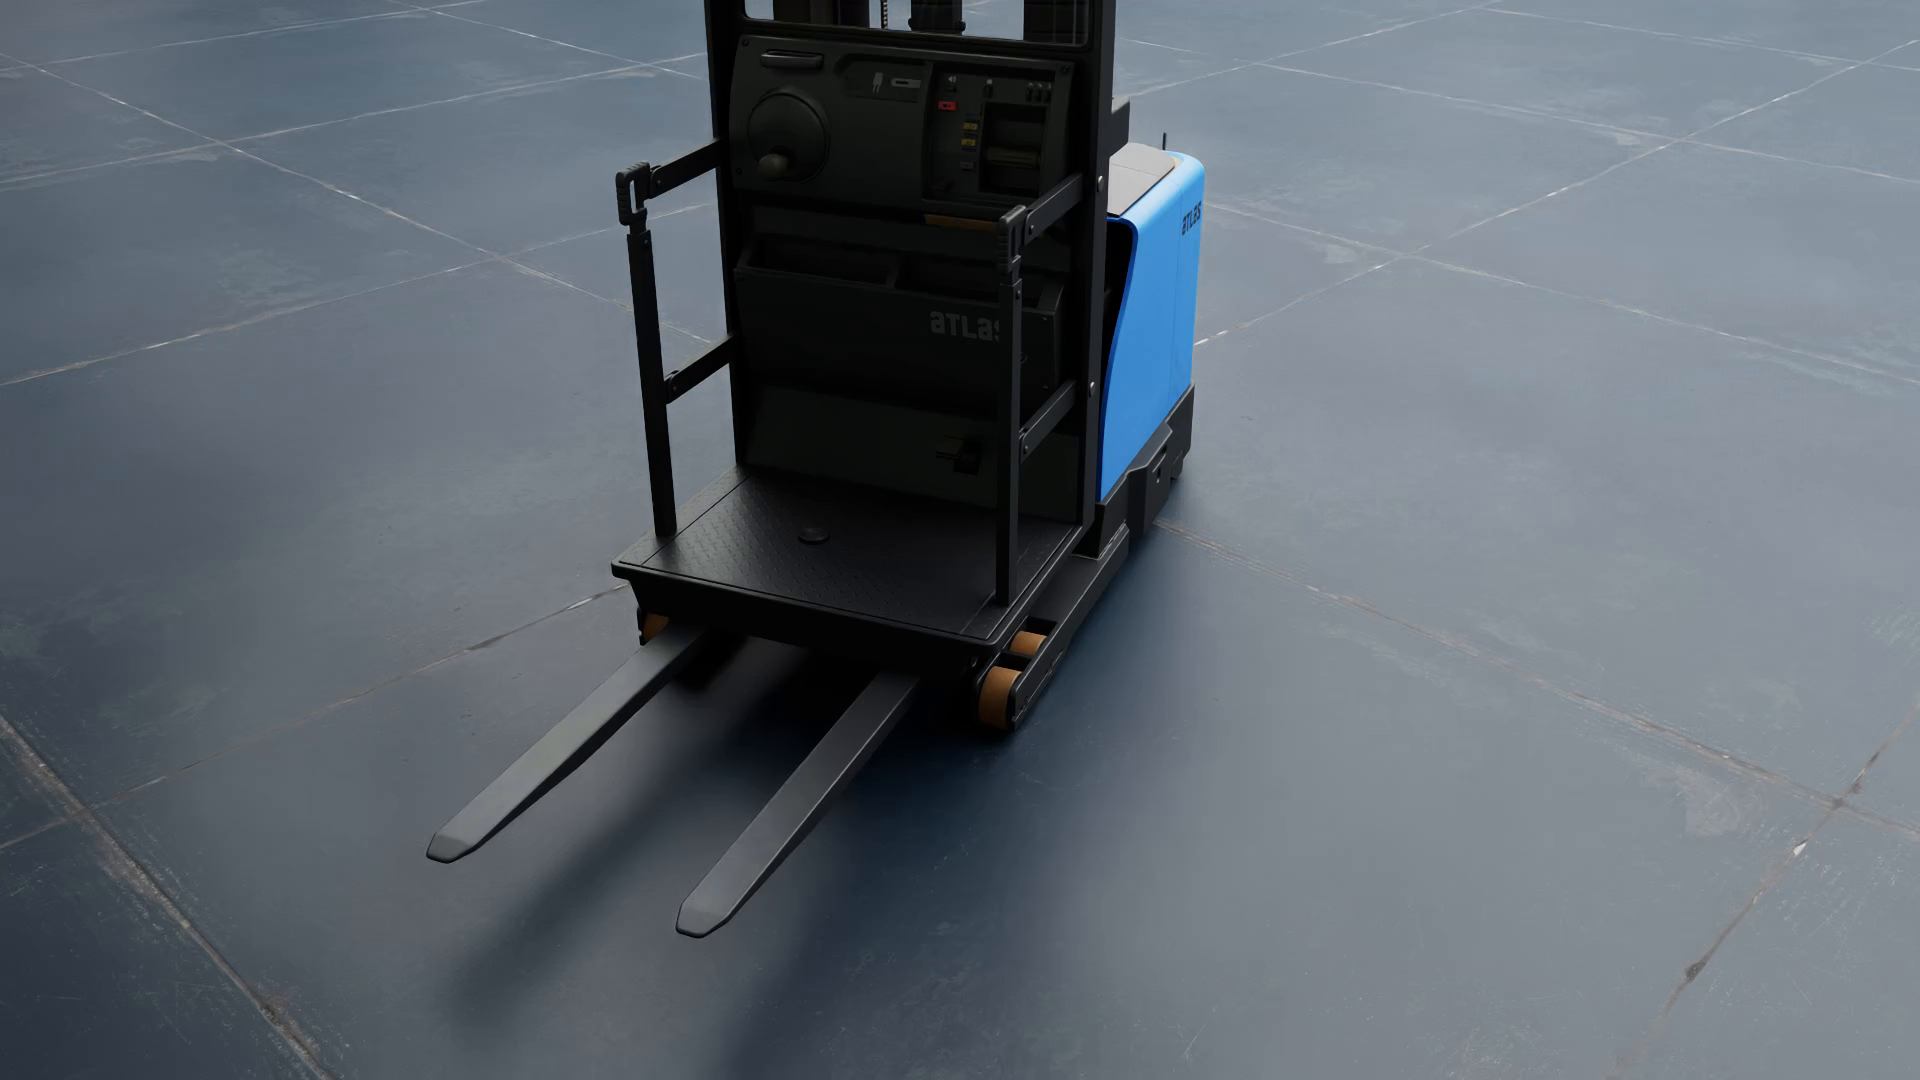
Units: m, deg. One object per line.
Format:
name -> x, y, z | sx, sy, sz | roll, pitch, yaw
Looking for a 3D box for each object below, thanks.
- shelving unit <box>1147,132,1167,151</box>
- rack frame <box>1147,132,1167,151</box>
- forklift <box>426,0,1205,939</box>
shelving unit -> 0.543, -0.894, 5.821 | 0.252, 1.050, 0.215 | 11, 30, 21
rack frame -> 0.655, -0.871, 5.778 | 0.008, 1.050, 0.200 | 11, 30, 21
forklift -> -0.241, -1.026, 4.052 | 1.130, 2.935, 3.031 | 11, 30, 20
